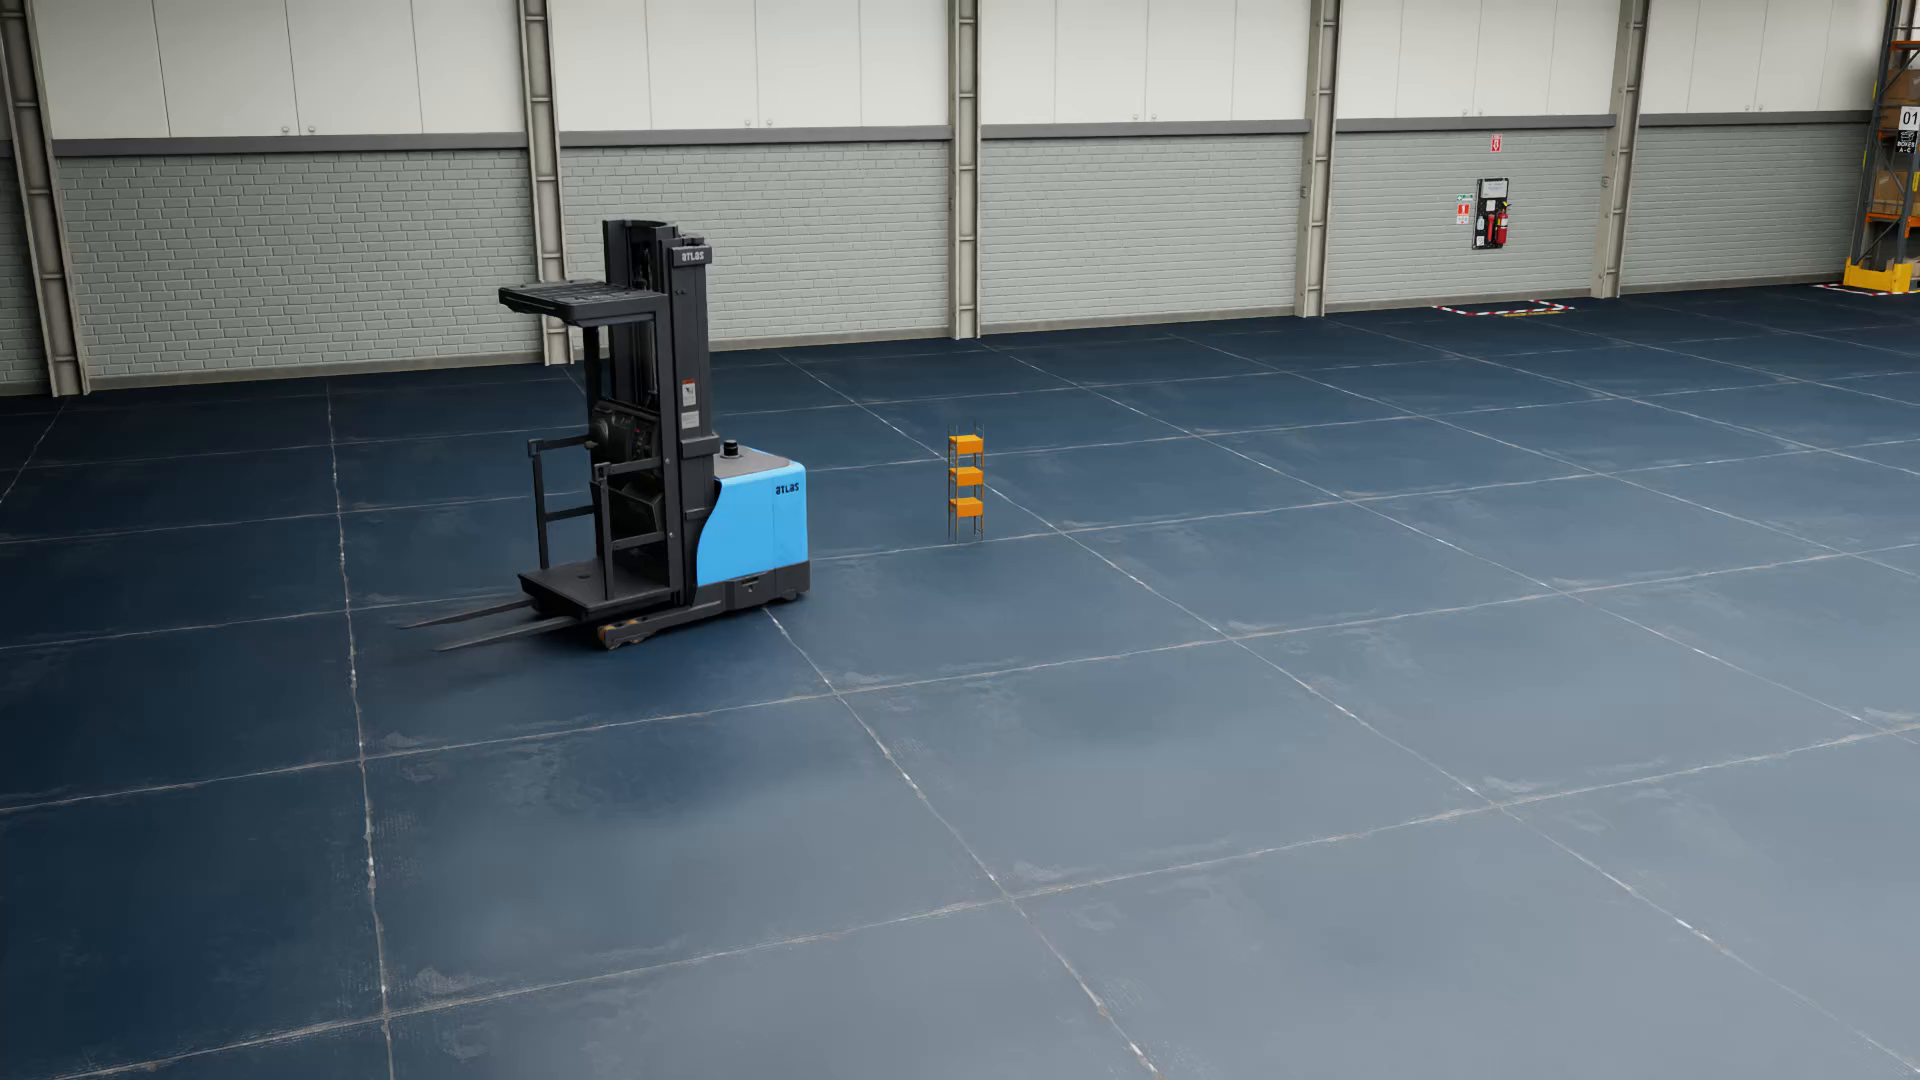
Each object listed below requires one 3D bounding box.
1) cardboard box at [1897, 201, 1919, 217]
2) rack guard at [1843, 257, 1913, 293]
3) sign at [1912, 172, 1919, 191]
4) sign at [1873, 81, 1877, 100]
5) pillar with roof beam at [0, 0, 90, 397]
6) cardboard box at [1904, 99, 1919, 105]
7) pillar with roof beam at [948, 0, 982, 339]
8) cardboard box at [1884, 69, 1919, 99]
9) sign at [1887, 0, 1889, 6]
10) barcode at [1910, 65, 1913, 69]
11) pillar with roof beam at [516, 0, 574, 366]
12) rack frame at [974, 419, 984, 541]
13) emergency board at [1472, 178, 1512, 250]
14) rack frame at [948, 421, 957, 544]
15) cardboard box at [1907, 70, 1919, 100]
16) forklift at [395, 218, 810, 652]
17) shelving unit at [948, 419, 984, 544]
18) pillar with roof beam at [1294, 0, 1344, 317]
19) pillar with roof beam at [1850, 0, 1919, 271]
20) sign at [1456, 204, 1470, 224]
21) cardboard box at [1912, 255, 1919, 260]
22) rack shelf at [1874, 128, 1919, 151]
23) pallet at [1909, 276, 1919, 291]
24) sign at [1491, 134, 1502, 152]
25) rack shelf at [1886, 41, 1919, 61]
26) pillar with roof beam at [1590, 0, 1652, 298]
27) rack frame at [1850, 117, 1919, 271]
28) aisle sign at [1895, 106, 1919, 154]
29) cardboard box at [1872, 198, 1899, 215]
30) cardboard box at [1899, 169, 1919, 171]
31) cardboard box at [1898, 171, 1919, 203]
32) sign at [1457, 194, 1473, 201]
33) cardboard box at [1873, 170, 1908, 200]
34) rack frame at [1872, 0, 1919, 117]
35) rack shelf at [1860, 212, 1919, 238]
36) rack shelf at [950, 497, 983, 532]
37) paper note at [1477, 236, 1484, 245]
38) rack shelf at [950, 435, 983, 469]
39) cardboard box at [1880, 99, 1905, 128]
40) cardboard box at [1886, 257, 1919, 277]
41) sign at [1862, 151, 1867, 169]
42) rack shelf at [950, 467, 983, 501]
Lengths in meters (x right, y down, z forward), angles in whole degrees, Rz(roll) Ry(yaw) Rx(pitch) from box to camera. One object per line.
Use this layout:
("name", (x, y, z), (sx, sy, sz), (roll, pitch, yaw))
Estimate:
("cardboard box", (17.099, -5.905, 29.615), (0.500, 0.250, 0.500), (-7, 18, -22))
("rack guard", (16.601, -4.810, 30.092), (0.348, 0.500, 1.175), (-6, 17, -20))
("sign", (16.724, -6.275, 29.106), (0.005, 0.325, 0.100), (-6, 17, -20))
("sign", (16.350, -8.014, 29.671), (0.005, 0.325, 0.100), (-6, 17, -20))
("pillar with roof beam", (-9.599, -5.021, 15.727), (0.400, 9.000, 9.100), (-6, 17, -20))
("cardboard box", (16.932, -7.467, 29.165), (0.500, 0.500, 0.500), (-6, 17, -19))
("pillar with roof beam", (1.606, -6.231, 19.847), (0.400, 9.000, 9.100), (-6, 17, -20))
("cardboard box", (16.839, -8.091, 29.516), (0.500, 0.500, 0.500), (-5, 17, -18))
("sign", (16.350, -9.553, 29.219), (0.005, 0.325, 0.100), (-6, 17, -20))
("barcode", (17.014, -8.460, 29.743), (0.075, 0.075, 0.001), (-6, 17, -20))
("pillar with roof beam", (-3.996, -5.626, 17.787), (0.400, 9.000, 9.100), (-6, 17, -20))
("rack frame", (0.164, -0.521, 14.511), (0.008, 1.050, 0.200), (-6, 17, -20))
("emergency board", (8.950, -5.456, 27.855), (0.643, 1.169, 0.194), (-6, 17, -20))
("rack frame", (-0.064, -0.497, 14.427), (0.008, 1.050, 0.200), (-6, 17, -20))
("cardboard box", (16.977, -7.954, 29.048), (0.500, 0.500, 0.500), (-8, 18, -24))
("forklift", (-2.621, -0.790, 12.087), (3.031, 2.935, 1.130), (-14, 21, -39))
("shelving unit", (0.050, -0.509, 14.469), (0.252, 1.050, 0.215), (-6, 17, -20))
("pillar with roof beam", (7.209, -6.836, 21.907), (0.400, 9.000, 9.100), (-6, 17, -20))
("pillar with roof beam", (18.415, -8.046, 26.027), (0.400, 9.000, 9.100), (-6, 17, -20))
("sign", (8.397, -5.445, 27.752), (0.234, 0.329, 0.001), (-6, 17, -20))
("cardboard box", (17.741, -5.027, 30.383), (0.500, 0.311, 0.500), (-5, 17, -15))
("rack shelf", (18.398, -7.298, 30.079), (4.000, 0.370, 1.077), (-6, 17, -20))
("pallet", (17.372, -4.744, 30.380), (1.213, 0.211, 1.003), (-6, 17, -20))
("sign", (8.907, -6.594, 27.615), (0.199, 0.298, 0.001), (-6, 17, -20))
("rack shelf", (18.398, -8.735, 29.657), (4.000, 0.370, 1.077), (-6, 17, -20))
("pillar with roof beam", (12.812, -7.441, 23.967), (0.400, 9.000, 9.100), (-6, 17, -20))
("rack frame", (16.530, -6.002, 29.714), (0.127, 3.000, 1.000), (-6, 17, -20))
("aisle sign", (16.570, -7.163, 29.054), (0.004, 0.787, 0.394), (-6, 17, -20))
("cardboard box", (16.897, -6.038, 30.066), (0.500, 0.250, 0.500), (-6, 17, -19))
("cardboard box", (17.368, -6.451, 30.143), (0.500, 0.500, 0.500), (-6, 17, -19))
("cardboard box", (17.083, -6.269, 29.521), (0.500, 0.500, 0.500), (-6, 17, -20))
("sign", (8.404, -5.697, 27.671), (0.331, 0.109, 0.001), (-6, 17, -20))
("cardboard box", (16.894, -6.403, 29.979), (0.500, 0.500, 0.500), (-6, 18, -21))
("rack frame", (16.530, -8.881, 28.868), (0.127, 3.000, 1.000), (-6, 17, -20))
("rack shelf", (18.398, -5.859, 30.502), (4.000, 0.370, 1.077), (-6, 17, -20))
("rack shelf", (0.050, -0.232, 14.550), (0.240, 0.259, 0.215), (-6, 17, -20))
("paper note", (8.760, -5.034, 27.980), (0.142, 0.148, 0.016), (-6, 17, -20))
("rack shelf", (0.050, -0.771, 14.392), (0.240, 0.259, 0.215), (-6, 17, -20))
("cardboard box", (16.829, -7.608, 29.644), (0.500, 0.500, 0.500), (-5, 17, -16))
("cardboard box", (17.208, -4.969, 30.188), (0.500, 0.311, 0.500), (-8, 18, -26))
("sign", (16.350, -6.857, 30.010), (0.005, 0.325, 0.100), (-6, 17, -20))
("rack shelf", (0.050, -0.499, 14.472), (0.240, 0.259, 0.215), (-6, 17, -20))
